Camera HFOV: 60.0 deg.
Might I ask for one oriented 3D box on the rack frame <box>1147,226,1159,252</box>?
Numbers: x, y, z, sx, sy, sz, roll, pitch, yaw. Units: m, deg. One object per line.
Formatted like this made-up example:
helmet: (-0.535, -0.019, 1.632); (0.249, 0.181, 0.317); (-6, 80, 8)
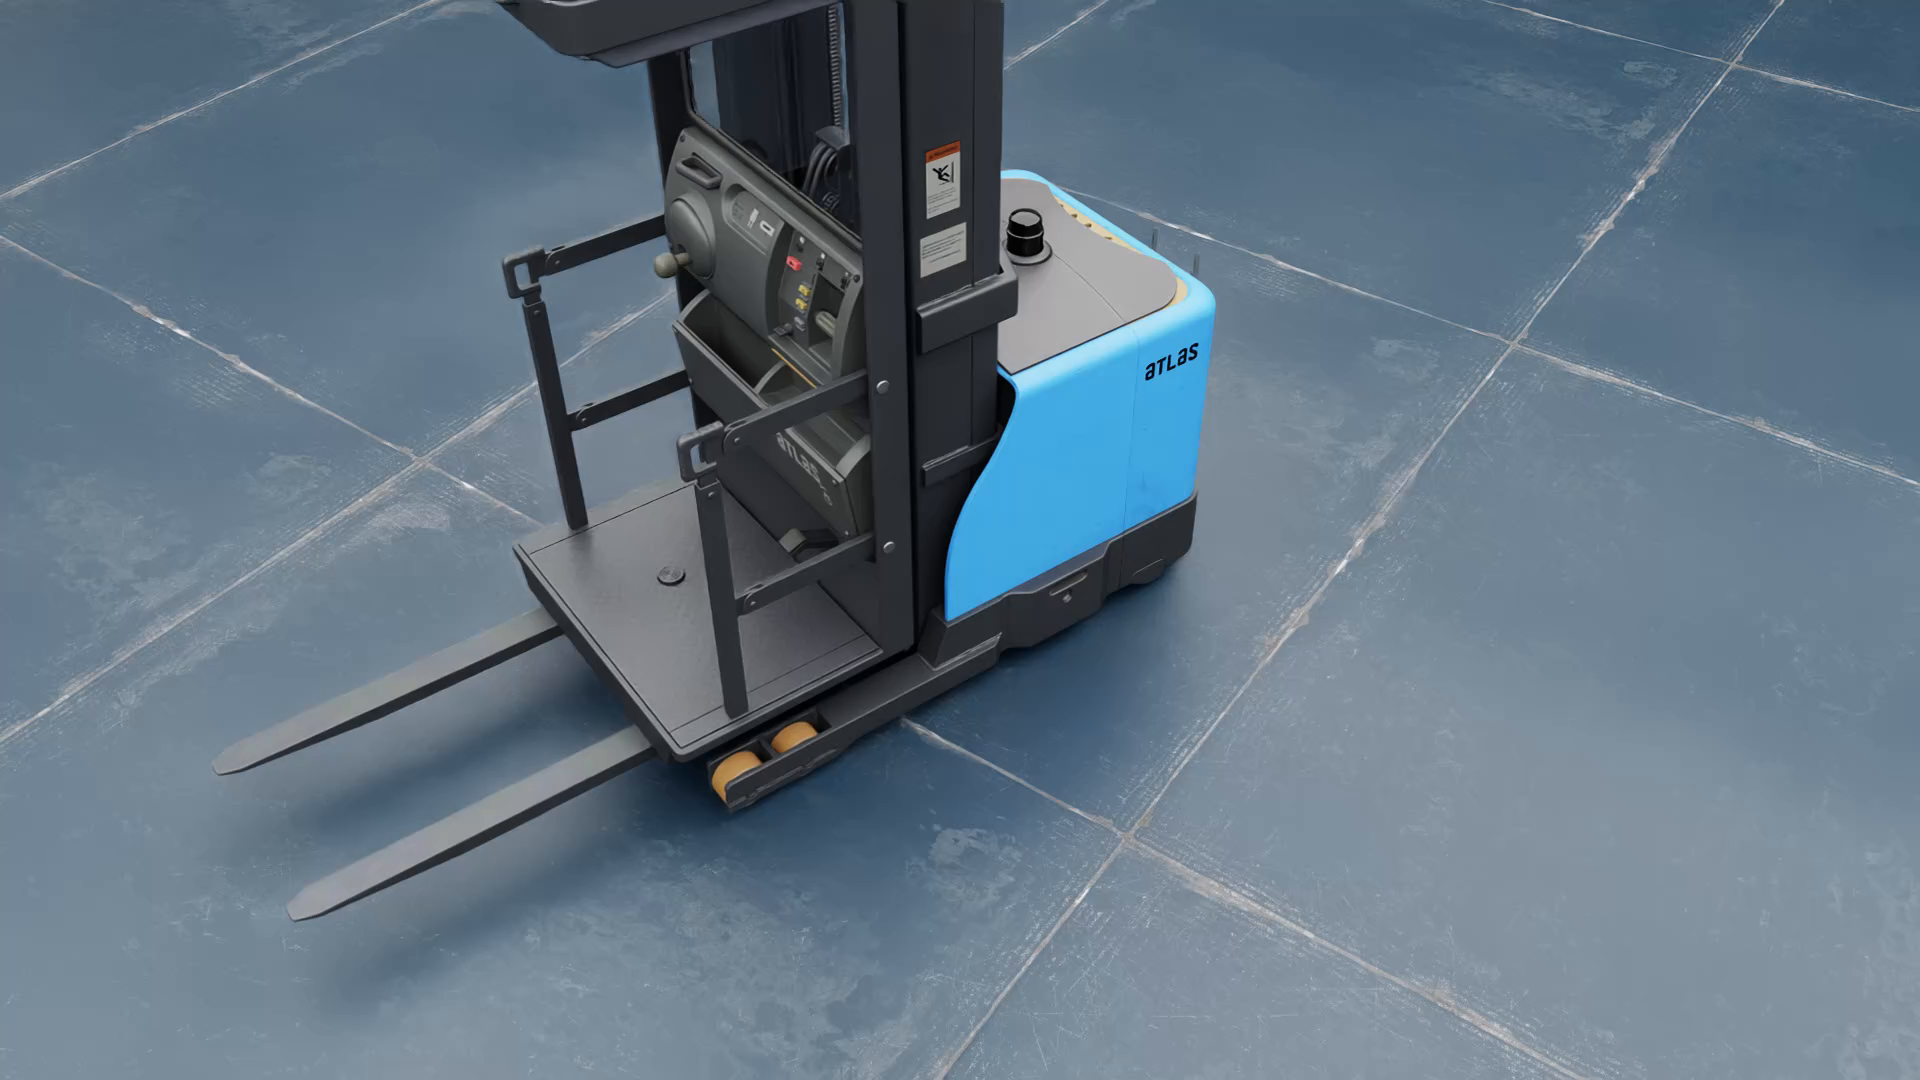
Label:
rack frame: (0.568, -0.666, 5.820); (0.240, 0.900, 0.006); (-27, 48, -27)

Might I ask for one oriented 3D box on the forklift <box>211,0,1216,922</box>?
forklift: (-0.704, -0.712, 4.347); (3.031, 2.935, 1.130); (-26, 48, -26)

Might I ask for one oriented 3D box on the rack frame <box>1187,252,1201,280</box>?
rack frame: (0.692, -0.558, 5.699); (0.240, 0.900, 0.006); (-27, 48, -27)

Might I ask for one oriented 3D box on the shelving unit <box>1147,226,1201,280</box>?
shelving unit: (0.630, -0.612, 5.759); (0.258, 0.900, 0.210); (-27, 48, -27)
